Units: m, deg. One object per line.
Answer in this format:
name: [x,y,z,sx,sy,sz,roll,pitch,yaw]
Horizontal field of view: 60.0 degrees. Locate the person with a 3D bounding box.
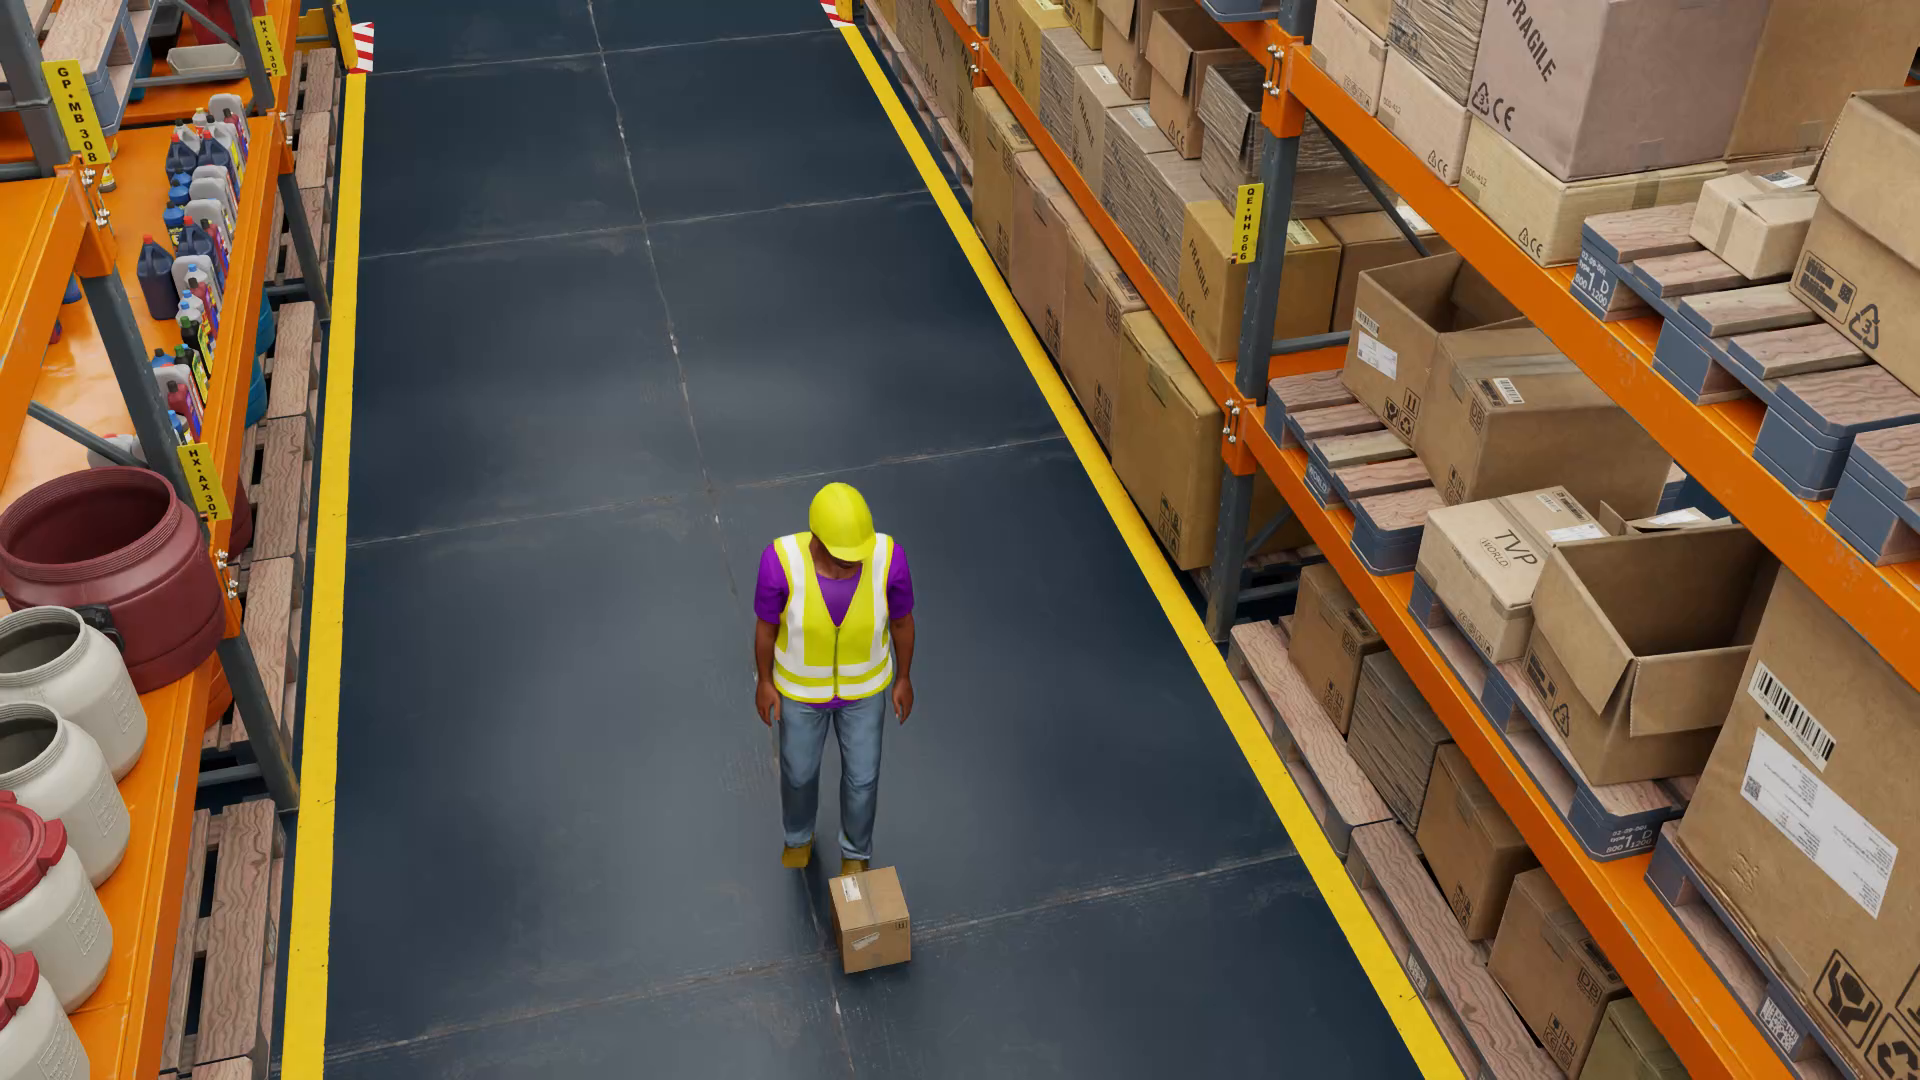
person: [-0.435,0.596,6.003,0.599,1.843,0.522,-6,38,-7]
